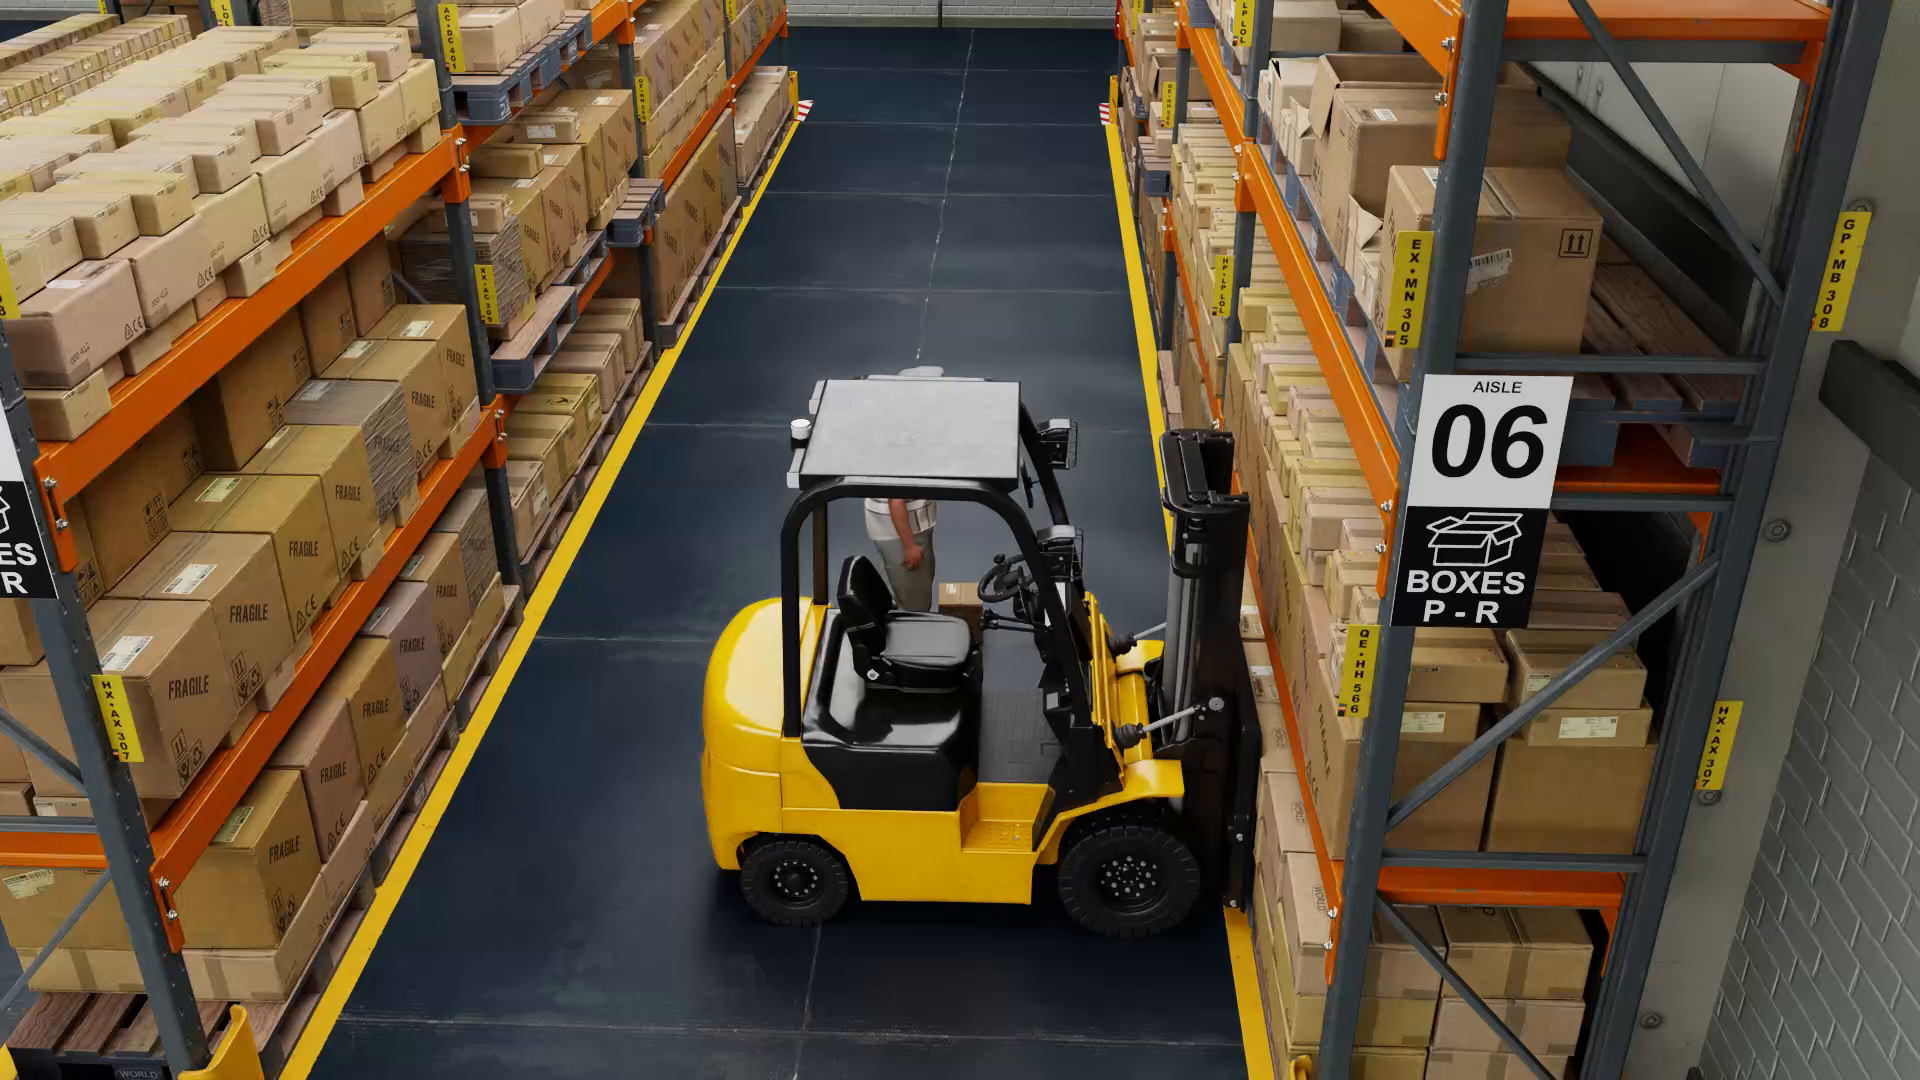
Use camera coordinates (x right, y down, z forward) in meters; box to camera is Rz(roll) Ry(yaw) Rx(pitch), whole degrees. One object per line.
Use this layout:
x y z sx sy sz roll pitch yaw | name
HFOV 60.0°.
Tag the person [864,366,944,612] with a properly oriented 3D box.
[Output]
-0.277 -0.079 8.764 0.439 1.747 0.585 1 28 2 | person
